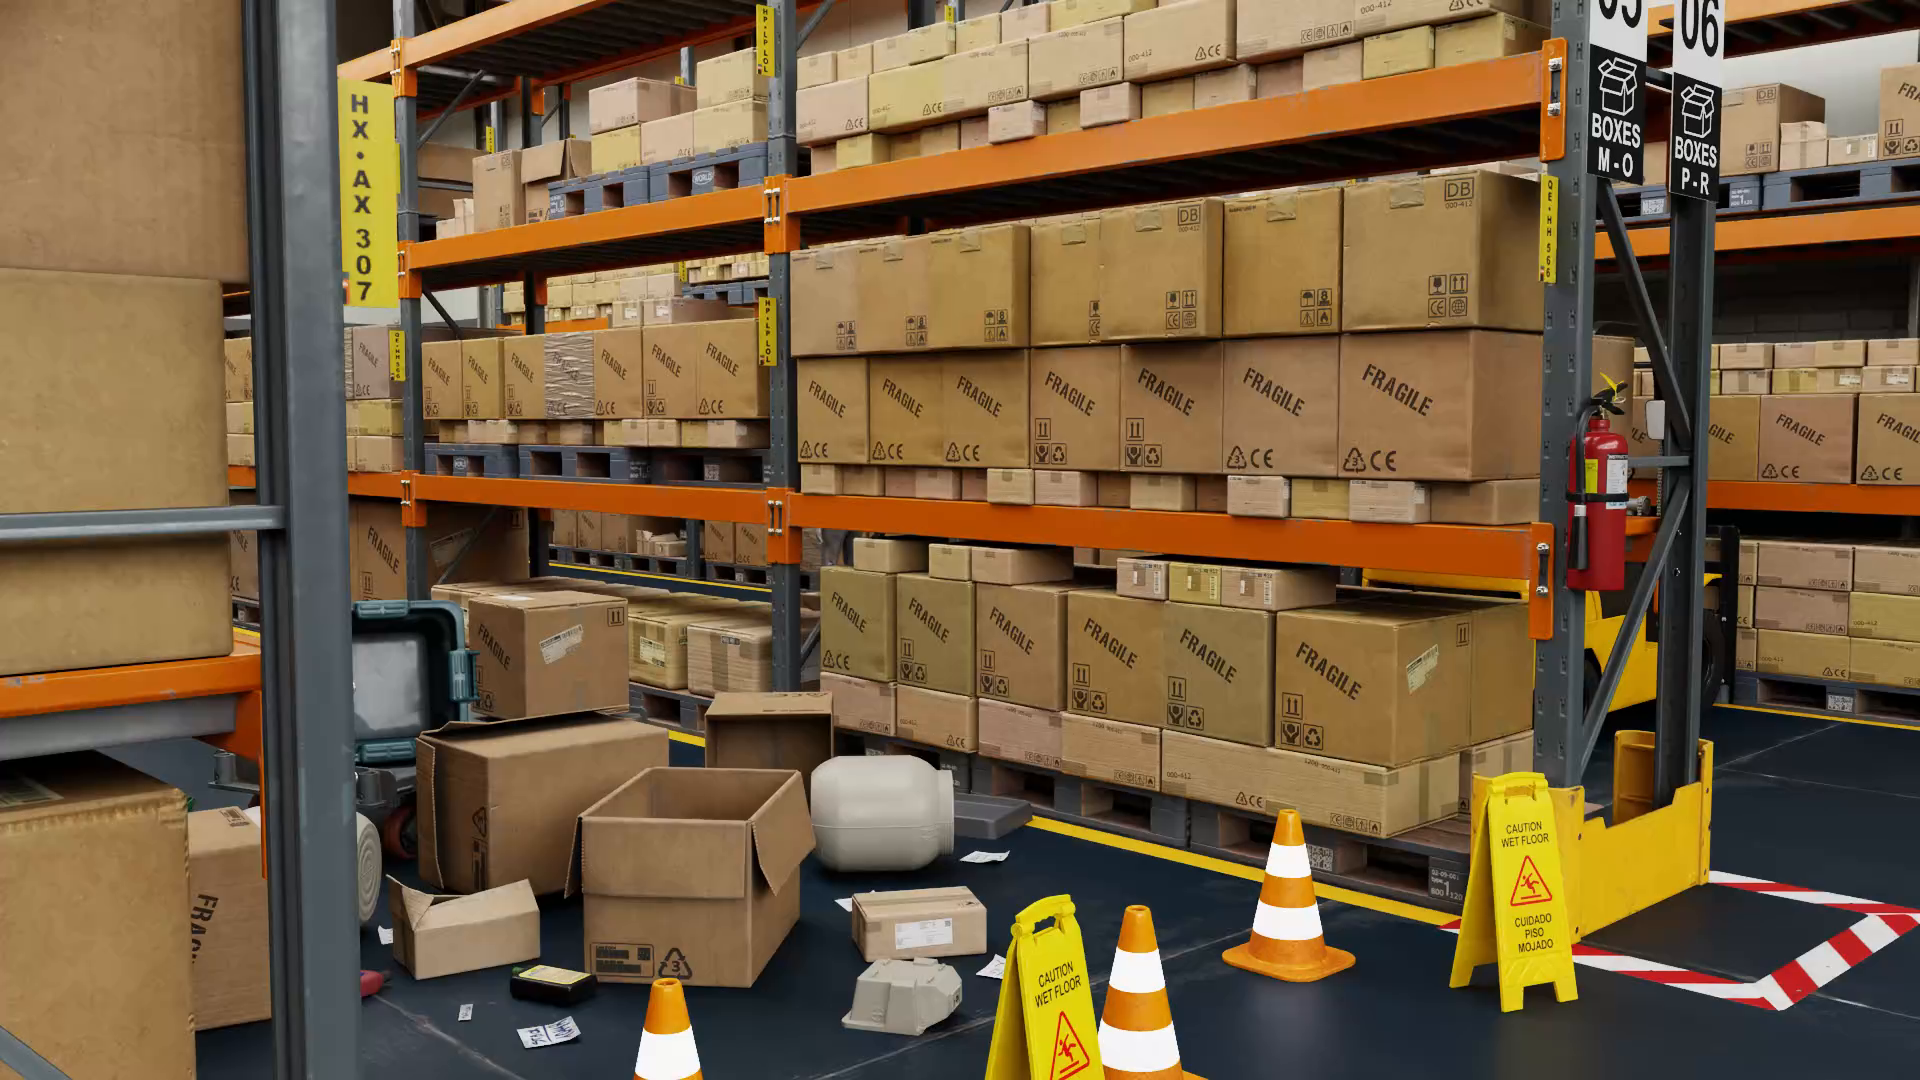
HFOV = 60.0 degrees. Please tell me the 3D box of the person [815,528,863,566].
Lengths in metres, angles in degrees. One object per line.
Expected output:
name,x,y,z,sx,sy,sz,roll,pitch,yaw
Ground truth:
person,-0.962,-0.129,13.357,0.375,1.662,0.527,4,6,44
